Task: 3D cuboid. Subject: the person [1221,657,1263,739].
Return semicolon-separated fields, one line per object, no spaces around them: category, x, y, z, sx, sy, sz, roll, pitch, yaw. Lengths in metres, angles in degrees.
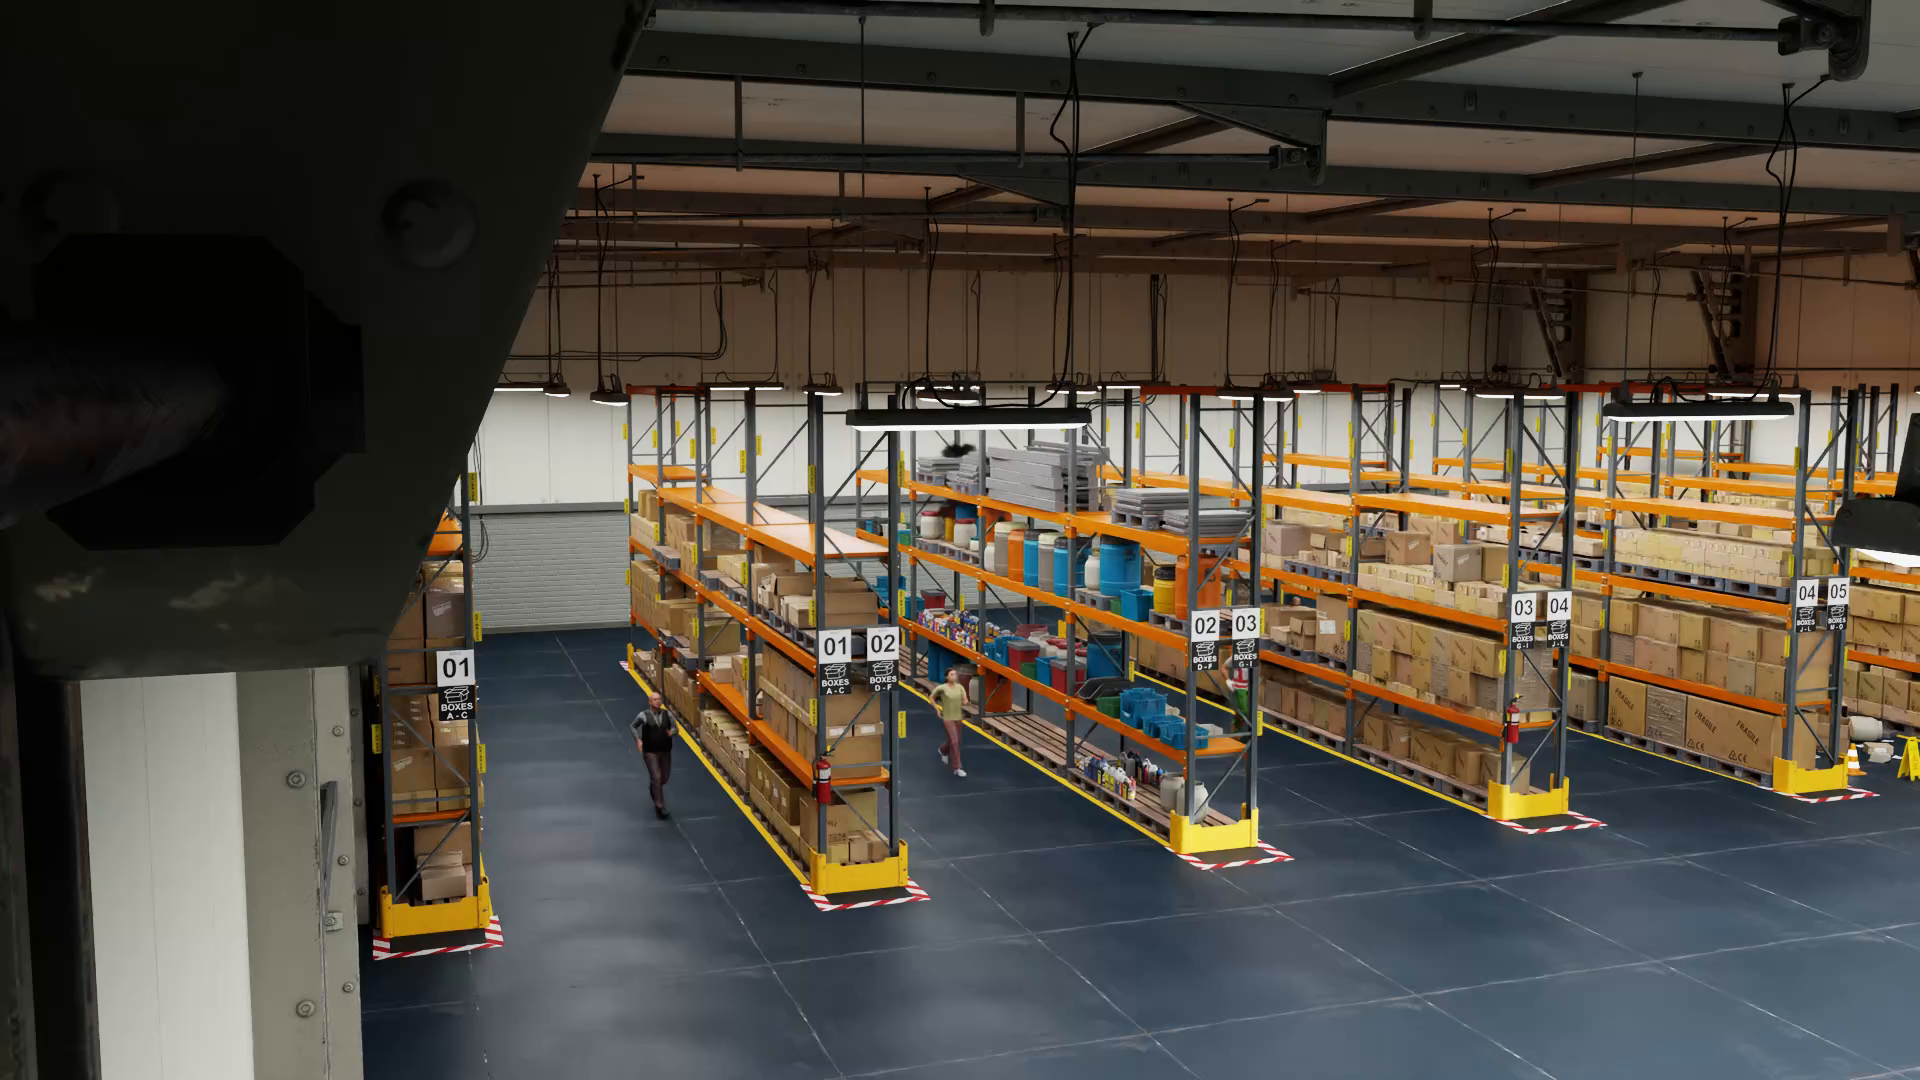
person;4.839;2.543;28.212;0.657;1.736;0.629;-3;7;-26

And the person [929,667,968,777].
person;-0.134;2.813;25.999;0.581;1.627;0.958;-4;7;-31

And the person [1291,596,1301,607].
person;6.831;1.985;34.253;0.600;1.692;0.924;-3;7;-31

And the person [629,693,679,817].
person;-4.323;3.018;23.693;0.662;1.698;0.959;-4;7;-31
